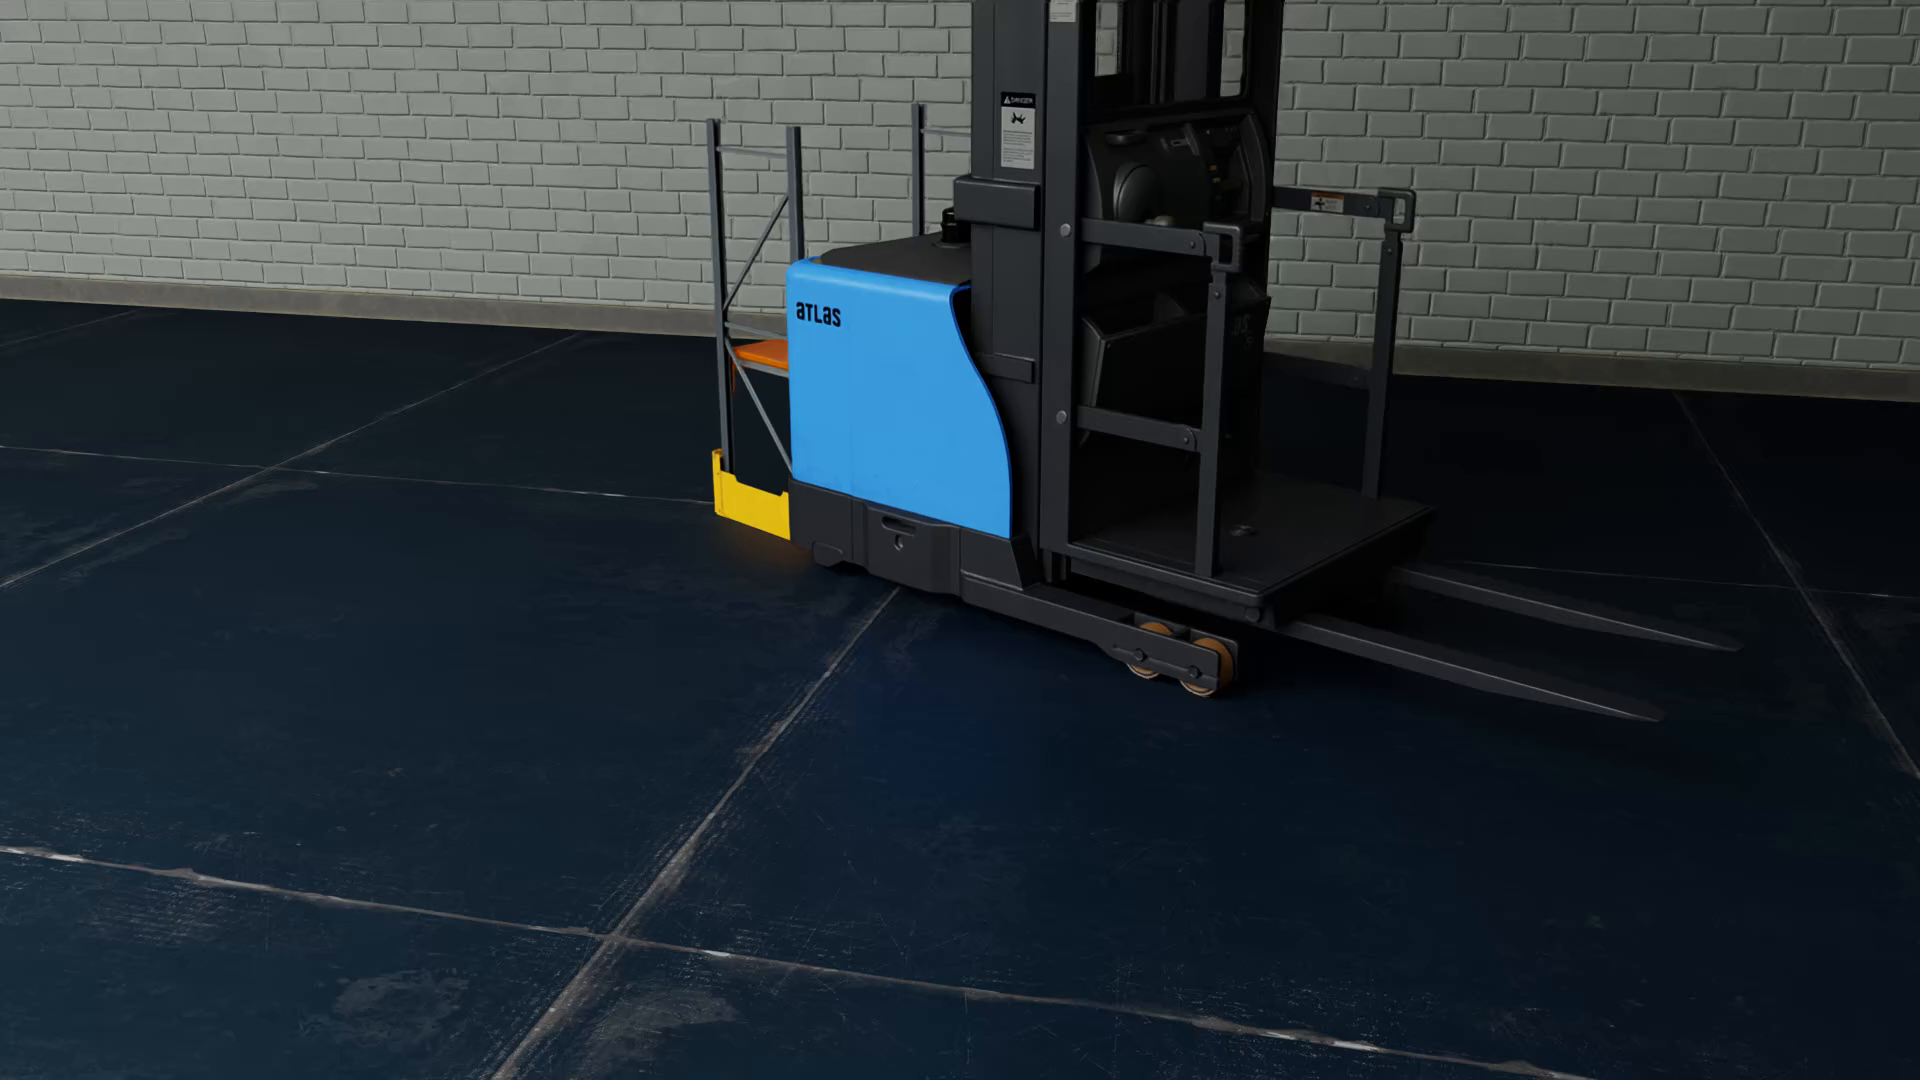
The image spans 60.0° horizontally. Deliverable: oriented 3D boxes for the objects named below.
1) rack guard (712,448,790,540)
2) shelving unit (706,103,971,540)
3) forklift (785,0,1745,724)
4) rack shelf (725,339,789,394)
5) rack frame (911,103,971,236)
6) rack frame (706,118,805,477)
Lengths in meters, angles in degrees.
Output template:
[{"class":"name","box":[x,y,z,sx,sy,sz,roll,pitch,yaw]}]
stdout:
[{"class":"rack guard","box":[-0.730,-0.166,6.288,0.087,0.250,0.587,-18,26,-42]},{"class":"shelving unit","box":[-0.376,-0.871,6.418,1.083,1.500,0.587,-18,26,-42]},{"class":"forklift","box":[0.832,-1.123,4.942,3.031,2.935,1.130,16,24,38]},{"class":"rack shelf","box":[-0.370,-0.703,6.482,1.000,0.185,0.538,-18,26,-42]},{"class":"rack frame","box":[-0.009,-0.989,6.763,0.032,1.500,0.500,-18,26,-42]},{"class":"rack frame","box":[-0.731,-0.758,6.085,0.032,1.500,0.500,-18,26,-42]}]
